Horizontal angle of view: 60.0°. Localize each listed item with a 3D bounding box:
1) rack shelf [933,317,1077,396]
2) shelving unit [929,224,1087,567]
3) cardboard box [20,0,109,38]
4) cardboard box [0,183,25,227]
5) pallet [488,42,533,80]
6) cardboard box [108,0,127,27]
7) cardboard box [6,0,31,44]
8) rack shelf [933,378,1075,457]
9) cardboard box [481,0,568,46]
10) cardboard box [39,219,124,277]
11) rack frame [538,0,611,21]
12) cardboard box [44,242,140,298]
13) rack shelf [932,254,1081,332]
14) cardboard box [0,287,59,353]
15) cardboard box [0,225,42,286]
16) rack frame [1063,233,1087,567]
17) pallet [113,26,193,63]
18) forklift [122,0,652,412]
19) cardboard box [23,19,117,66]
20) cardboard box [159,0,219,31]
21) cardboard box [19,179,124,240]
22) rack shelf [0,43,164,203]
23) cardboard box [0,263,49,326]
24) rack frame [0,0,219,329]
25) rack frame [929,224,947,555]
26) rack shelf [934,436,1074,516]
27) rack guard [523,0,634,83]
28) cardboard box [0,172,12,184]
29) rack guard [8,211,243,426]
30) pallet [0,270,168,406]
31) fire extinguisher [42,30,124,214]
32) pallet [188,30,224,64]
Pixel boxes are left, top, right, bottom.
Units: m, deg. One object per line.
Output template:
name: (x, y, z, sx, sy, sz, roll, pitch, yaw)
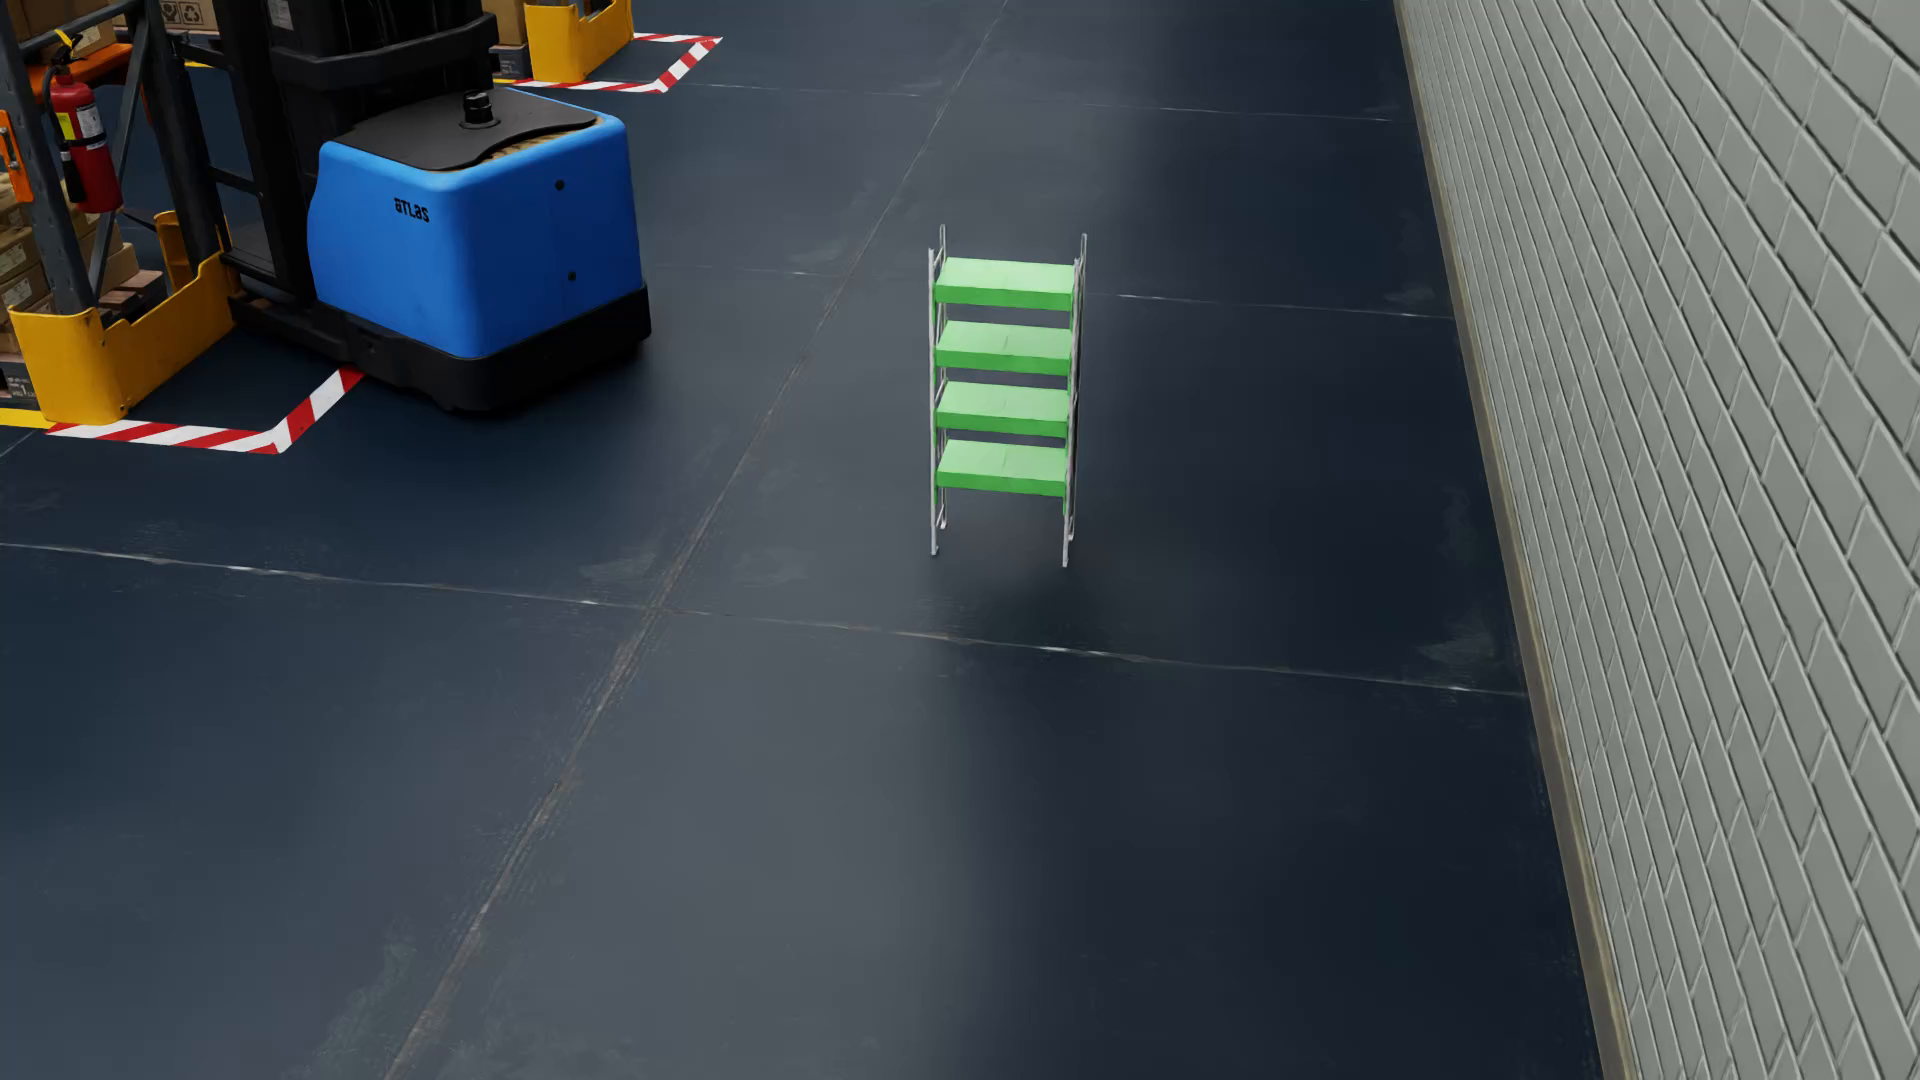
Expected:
rack shelf: (0.163, -0.643, 5.815, 0.480, 0.148, 0.258, 5, 32, 8)
shelving unit: (0.163, -0.494, 5.908, 0.503, 1.200, 0.258, 5, 32, 8)
cardboard box: (-3.973, -2.415, 6.907, 0.500, 0.500, 0.500, 7, 33, 11)
cardboard box: (-4.328, -1.470, 7.502, 0.250, 0.149, 0.380, 6, 33, 9)
pallet: (-3.444, -3.496, 11.636, 1.213, 0.211, 1.003, 5, 32, 8)
cardboard box: (-5.948, -4.181, 11.709, 0.875, 0.875, 0.875, 5, 32, 8)
cardboard box: (-4.063, -2.136, 6.461, 0.500, 0.500, 0.500, 6, 33, 9)
rack shelf: (0.163, -0.440, 5.942, 0.480, 0.148, 0.258, 5, 32, 8)
cardboard box: (-3.287, -3.940, 11.324, 0.875, 0.875, 0.875, 5, 32, 8)
cardboard box: (-4.050, -1.339, 7.573, 0.250, 0.149, 0.380, 6, 33, 10)
rack frame: (-2.643, -4.647, 10.848, 0.127, 3.000, 1.000, 5, 32, 8)
cardboard box: (-4.039, -1.246, 7.705, 0.250, 0.149, 0.380, 6, 33, 9)
rack shelf: (0.163, -0.847, 5.687, 0.480, 0.148, 0.258, 5, 32, 8)
cardboard box: (-4.131, -0.970, 7.263, 0.250, 0.149, 0.380, 6, 32, 9)
cardboard box: (-4.141, -1.199, 7.069, 0.250, 0.149, 0.380, 6, 32, 9)
rack frame: (0.404, -0.472, 5.873, 0.015, 1.200, 0.240, 5, 32, 8)
pallet: (-5.849, -3.714, 11.984, 1.213, 0.211, 1.003, 5, 32, 8)
forklift: (-2.897, -2.404, 7.328, 3.031, 2.935, 1.130, 22, 38, 31)
cardboard box: (-3.841, -2.156, 7.104, 0.250, 0.149, 0.380, 5, 32, 8)
cardboard box: (-5.061, -4.101, 11.581, 0.875, 0.875, 0.875, 5, 32, 8)
cardboard box: (-4.036, -1.509, 7.563, 0.250, 0.149, 0.380, 4, 32, 6)
rack shelf: (-5.548, -1.936, 7.194, 4.000, 0.370, 1.077, 5, 32, 8)
cardboard box: (-4.145, -1.056, 7.120, 0.250, 0.149, 0.380, 4, 32, 7)
rack frame: (-3.577, -2.062, 6.718, 0.127, 3.000, 1.000, 5, 32, 8)
rack frame: (-0.077, -0.516, 5.943, 0.015, 1.200, 0.240, 5, 32, 8)
rack shelf: (0.163, -0.236, 6.069, 0.480, 0.148, 0.258, 5, 32, 8)
rack guard: (-2.619, -3.586, 11.507, 0.348, 0.500, 1.175, 5, 32, 8)
cardboard box: (-4.555, -1.560, 7.645, 0.250, 0.149, 0.380, 5, 32, 8)
rack guard: (-3.652, -1.010, 7.392, 0.348, 0.500, 1.175, 5, 32, 8)
pallet: (-4.446, -0.978, 7.614, 1.213, 0.211, 1.003, 5, 32, 8)
fire extinguisher: (-3.406, -1.608, 6.416, 0.183, 0.674, 0.296, 5, 32, 8)
pallet: (-4.643, -3.606, 11.812, 1.213, 0.211, 1.003, 5, 32, 8)
